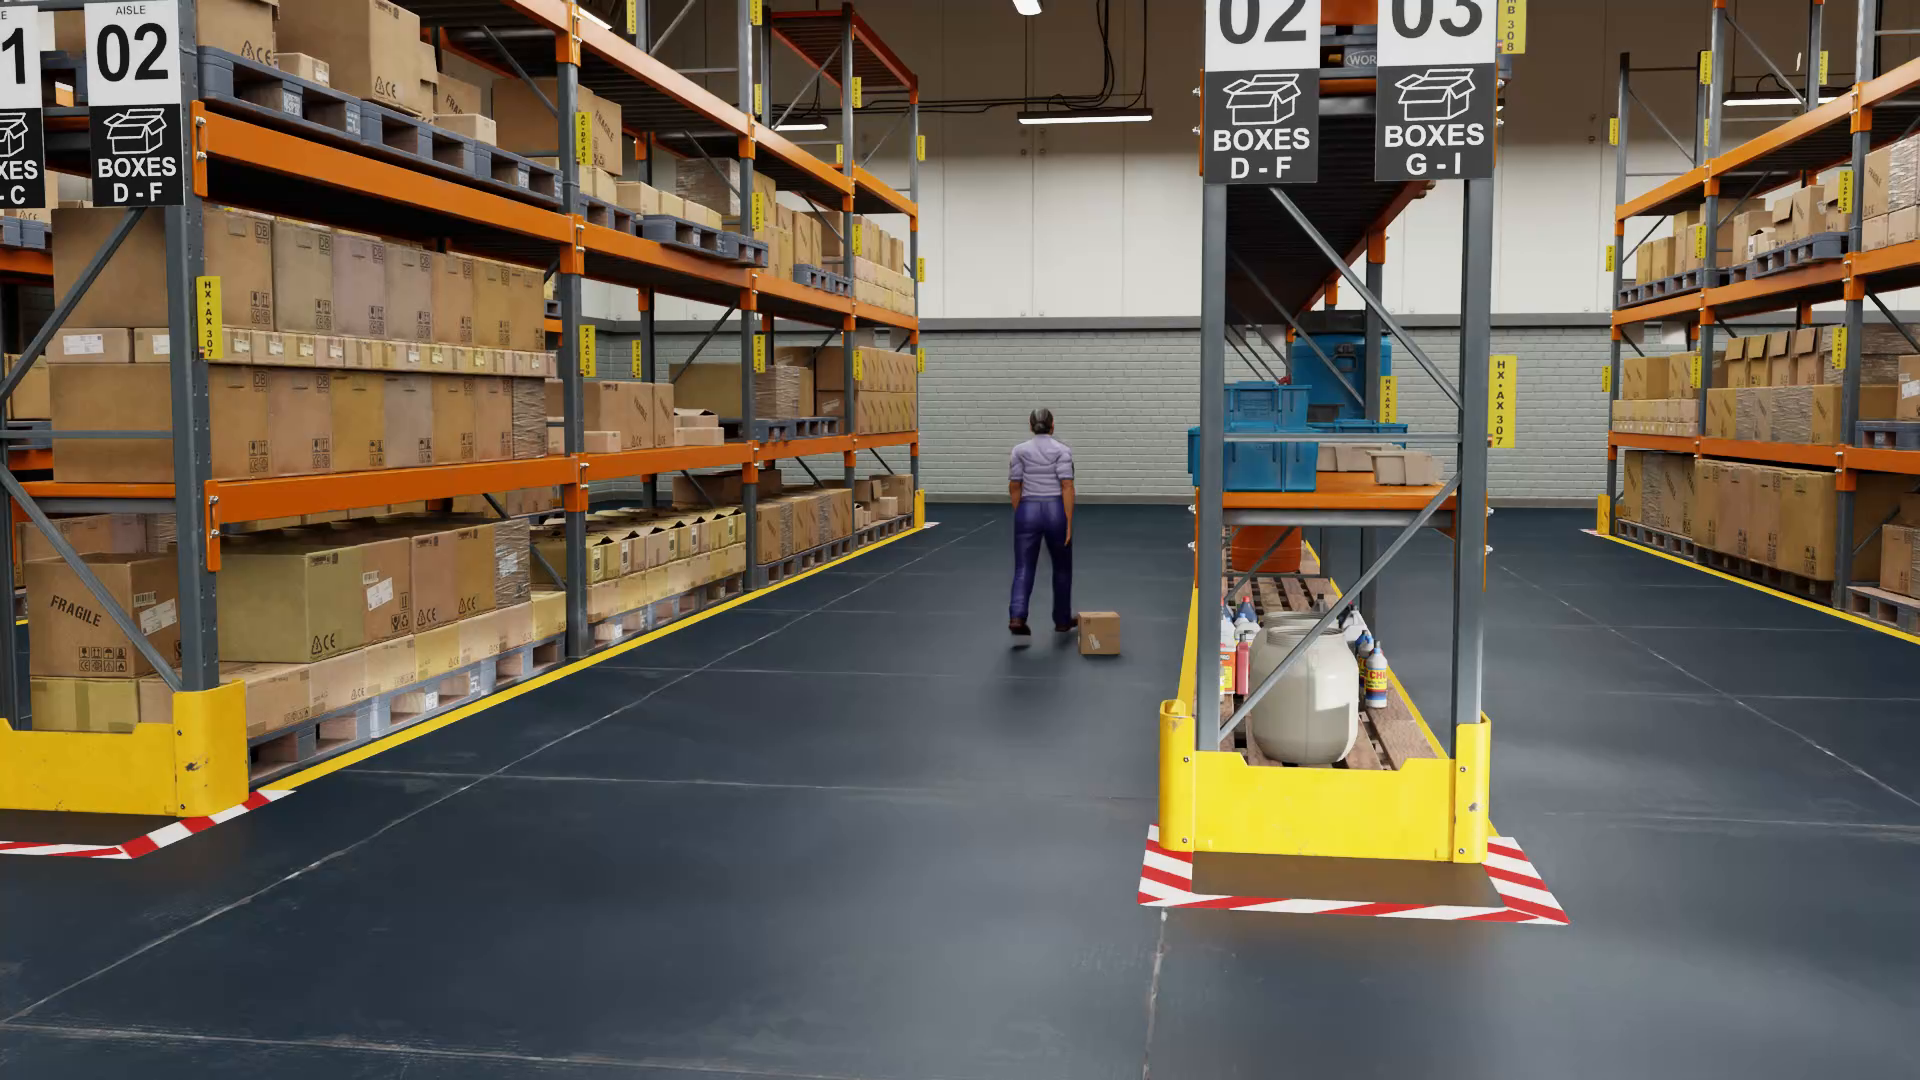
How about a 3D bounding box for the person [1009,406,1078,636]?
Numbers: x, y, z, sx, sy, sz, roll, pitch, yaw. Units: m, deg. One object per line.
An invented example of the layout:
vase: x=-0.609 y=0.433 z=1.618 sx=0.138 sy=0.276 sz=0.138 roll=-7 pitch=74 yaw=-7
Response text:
person: x=0.572 y=-0.130 z=11.616 sx=0.477 sy=1.602 sz=0.971 roll=1 pitch=5 yaw=10
